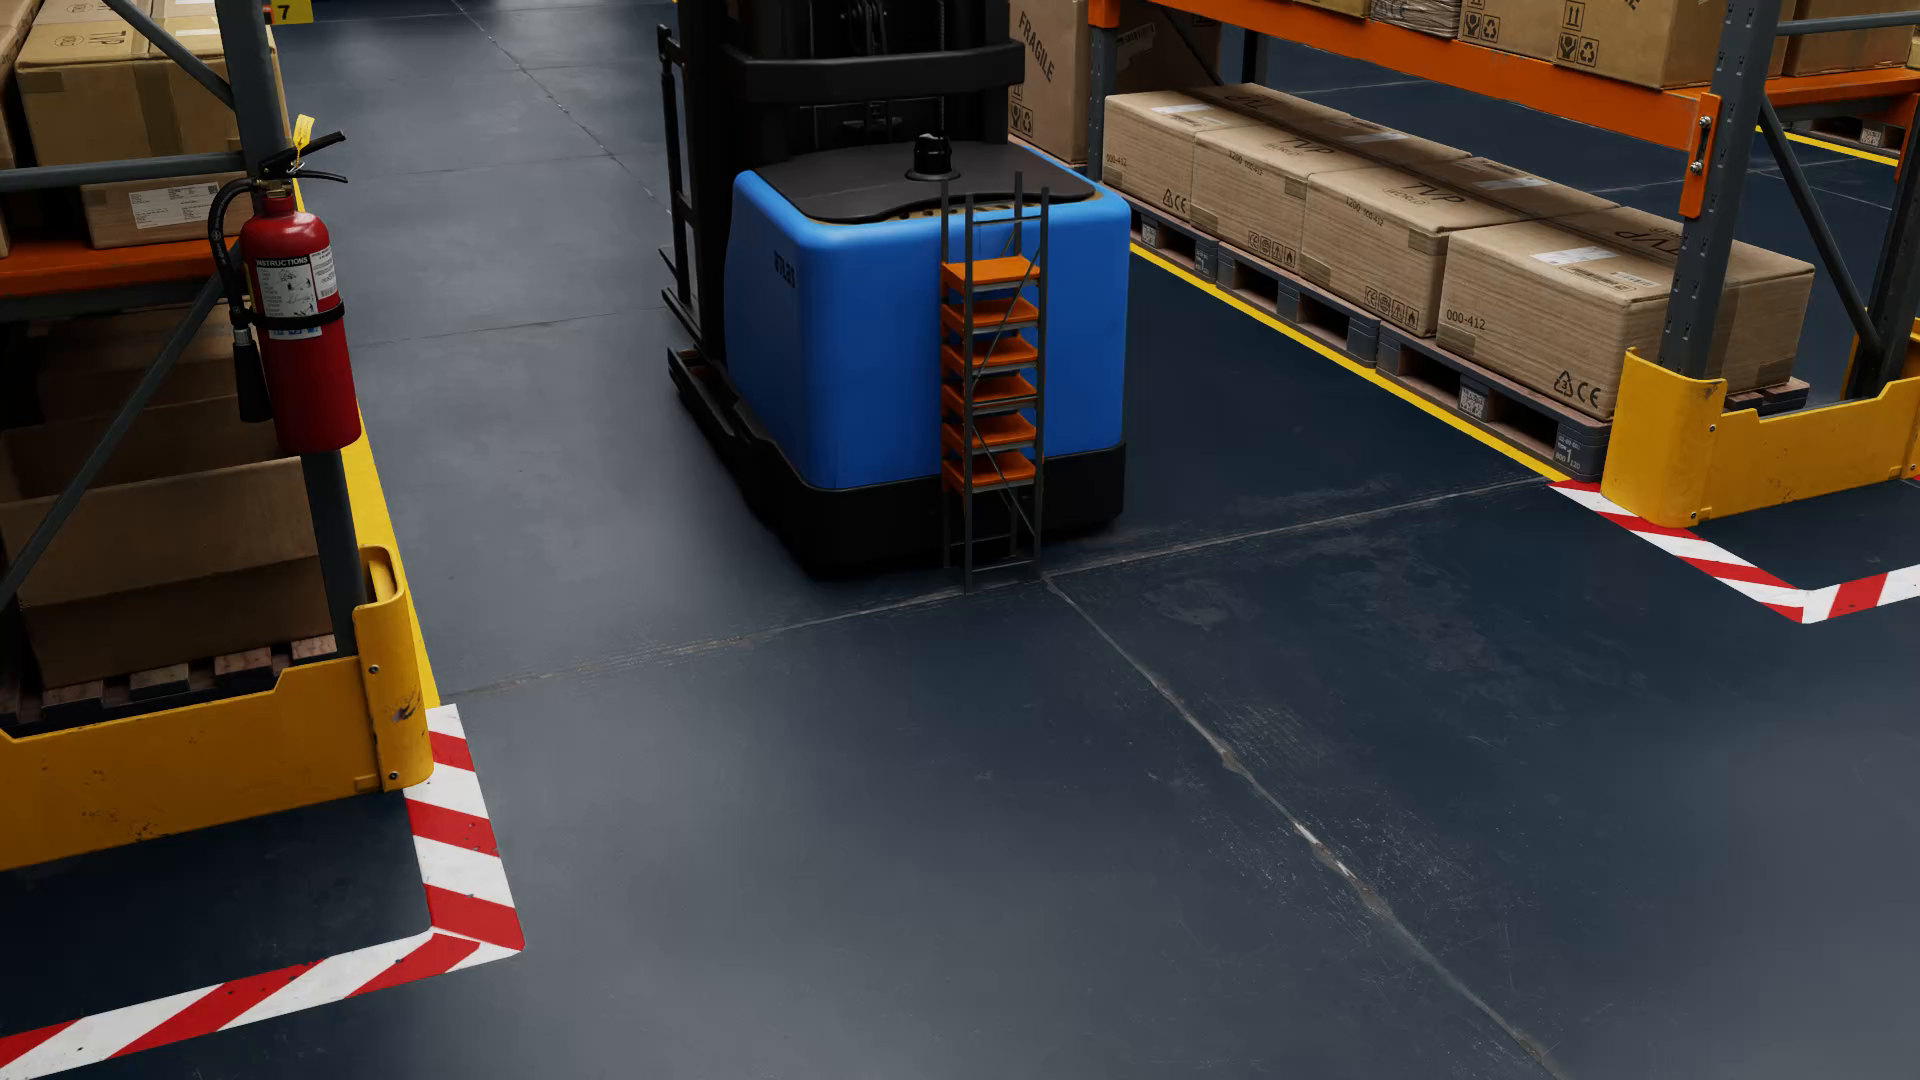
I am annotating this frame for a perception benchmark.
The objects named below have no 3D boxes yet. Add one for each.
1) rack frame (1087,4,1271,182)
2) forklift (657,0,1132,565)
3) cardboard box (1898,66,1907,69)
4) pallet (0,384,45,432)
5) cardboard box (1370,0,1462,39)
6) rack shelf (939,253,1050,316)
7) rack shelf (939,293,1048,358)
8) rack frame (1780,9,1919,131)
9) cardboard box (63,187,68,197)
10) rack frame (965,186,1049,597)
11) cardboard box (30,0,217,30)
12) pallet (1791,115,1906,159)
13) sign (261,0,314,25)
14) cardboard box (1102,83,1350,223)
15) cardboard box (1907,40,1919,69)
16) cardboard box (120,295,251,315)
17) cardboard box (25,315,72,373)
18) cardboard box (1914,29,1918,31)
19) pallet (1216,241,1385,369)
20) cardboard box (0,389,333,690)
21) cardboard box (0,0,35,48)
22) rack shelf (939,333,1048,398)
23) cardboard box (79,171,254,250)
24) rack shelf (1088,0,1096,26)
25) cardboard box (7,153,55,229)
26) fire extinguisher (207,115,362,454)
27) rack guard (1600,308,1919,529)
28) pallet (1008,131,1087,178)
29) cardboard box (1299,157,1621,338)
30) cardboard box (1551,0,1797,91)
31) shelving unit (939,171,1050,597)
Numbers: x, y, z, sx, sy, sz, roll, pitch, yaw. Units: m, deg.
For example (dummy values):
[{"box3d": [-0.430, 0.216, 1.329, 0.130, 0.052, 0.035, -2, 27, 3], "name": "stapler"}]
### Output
[{"box3d": [1.151, -3.169, 8.321, 1.000, 3.000, 0.127, -11, 28, -21], "name": "rack frame"}, {"box3d": [-0.483, -1.867, 5.734, 1.130, 2.935, 3.031, -10, 28, -19], "name": "forklift"}, {"box3d": [5.695, -2.813, 10.025, 0.380, 0.149, 0.250, -10, 28, -20], "name": "cardboard box"}, {"box3d": [-2.665, -0.290, 5.605, 1.003, 0.211, 1.213, -11, 28, -21], "name": "pallet"}, {"box3d": [1.892, -2.159, 6.140, 0.500, 0.500, 0.500, -10, 28, -19], "name": "cardboard box"}, {"box3d": [0.094, -0.712, 4.622, 0.258, 0.103, 0.180, -10, 28, -19], "name": "rack shelf"}, {"box3d": [0.094, -0.604, 4.675, 0.258, 0.103, 0.180, -10, 28, -19], "name": "rack shelf"}, {"box3d": [5.666, -4.060, 10.147, 1.000, 3.000, 0.127, -11, 28, -21], "name": "rack frame"}, {"box3d": [-2.002, -0.961, 4.086, 0.380, 0.149, 0.250, -11, 28, -21], "name": "cardboard box"}, {"box3d": [0.127, -0.391, 4.684, 0.240, 1.200, 0.006, -10, 28, -19], "name": "rack frame"}, {"box3d": [-1.976, -1.199, 4.118, 0.500, 0.250, 0.500, -10, 28, -20], "name": "cardboard box"}, {"box3d": [5.962, -2.542, 10.216, 1.003, 0.211, 1.213, -11, 28, -21], "name": "pallet"}, {"box3d": [-1.349, -1.182, 3.265, 0.100, 0.325, 0.005, -11, 28, -21], "name": "sign"}, {"box3d": [1.298, -1.934, 8.234, 0.875, 0.438, 0.875, -11, 28, -21], "name": "cardboard box"}, {"box3d": [5.808, -2.845, 9.751, 0.380, 0.149, 0.250, -11, 28, -21], "name": "cardboard box"}, {"box3d": [-2.415, -0.611, 5.452, 0.500, 0.500, 0.500, -10, 28, -20], "name": "cardboard box"}, {"box3d": [-3.204, -0.740, 6.117, 0.380, 0.149, 0.250, -11, 28, -21], "name": "cardboard box"}, {"box3d": [5.610, -3.060, 10.192, 0.380, 0.149, 0.250, -9, 28, -19], "name": "cardboard box"}, {"box3d": [1.858, -1.102, 7.266, 1.003, 0.211, 1.213, -11, 28, -21], "name": "pallet"}, {"box3d": [-2.001, -0.030, 4.259, 0.797, 0.503, 0.637, -12, 28, -23], "name": "cardboard box"}, {"box3d": [-2.473, -1.114, 3.945, 0.500, 0.250, 0.500, -10, 28, -20], "name": "cardboard box"}, {"box3d": [0.094, -0.497, 4.727, 0.258, 0.103, 0.180, -10, 28, -19], "name": "rack shelf"}, {"box3d": [-1.725, -0.766, 3.687, 0.380, 0.149, 0.250, -11, 28, -21], "name": "cardboard box"}, {"box3d": [0.368, -3.653, 10.133, 1.077, 0.370, 4.000, -11, 28, -21], "name": "rack shelf"}, {"box3d": [-2.268, -0.787, 3.730, 0.380, 0.149, 0.250, -10, 28, -19], "name": "cardboard box"}, {"box3d": [-1.365, -0.517, 3.404, 0.296, 0.674, 0.183, -11, 28, -21], "name": "fire extinguisher"}, {"box3d": [2.727, -0.421, 5.542, 1.175, 0.500, 0.348, -11, 28, -21], "name": "rack guard"}, {"box3d": [0.779, -2.214, 9.544, 1.003, 0.211, 1.213, -11, 28, -21], "name": "pallet"}, {"box3d": [2.001, -1.209, 6.748, 0.875, 0.438, 0.875, -10, 28, -19], "name": "cardboard box"}, {"box3d": [2.285, -1.748, 5.298, 0.500, 0.500, 0.500, -10, 28, -20], "name": "cardboard box"}, {"box3d": [0.094, -0.429, 4.761, 0.258, 1.200, 0.189, -10, 28, -19], "name": "shelving unit"}]
